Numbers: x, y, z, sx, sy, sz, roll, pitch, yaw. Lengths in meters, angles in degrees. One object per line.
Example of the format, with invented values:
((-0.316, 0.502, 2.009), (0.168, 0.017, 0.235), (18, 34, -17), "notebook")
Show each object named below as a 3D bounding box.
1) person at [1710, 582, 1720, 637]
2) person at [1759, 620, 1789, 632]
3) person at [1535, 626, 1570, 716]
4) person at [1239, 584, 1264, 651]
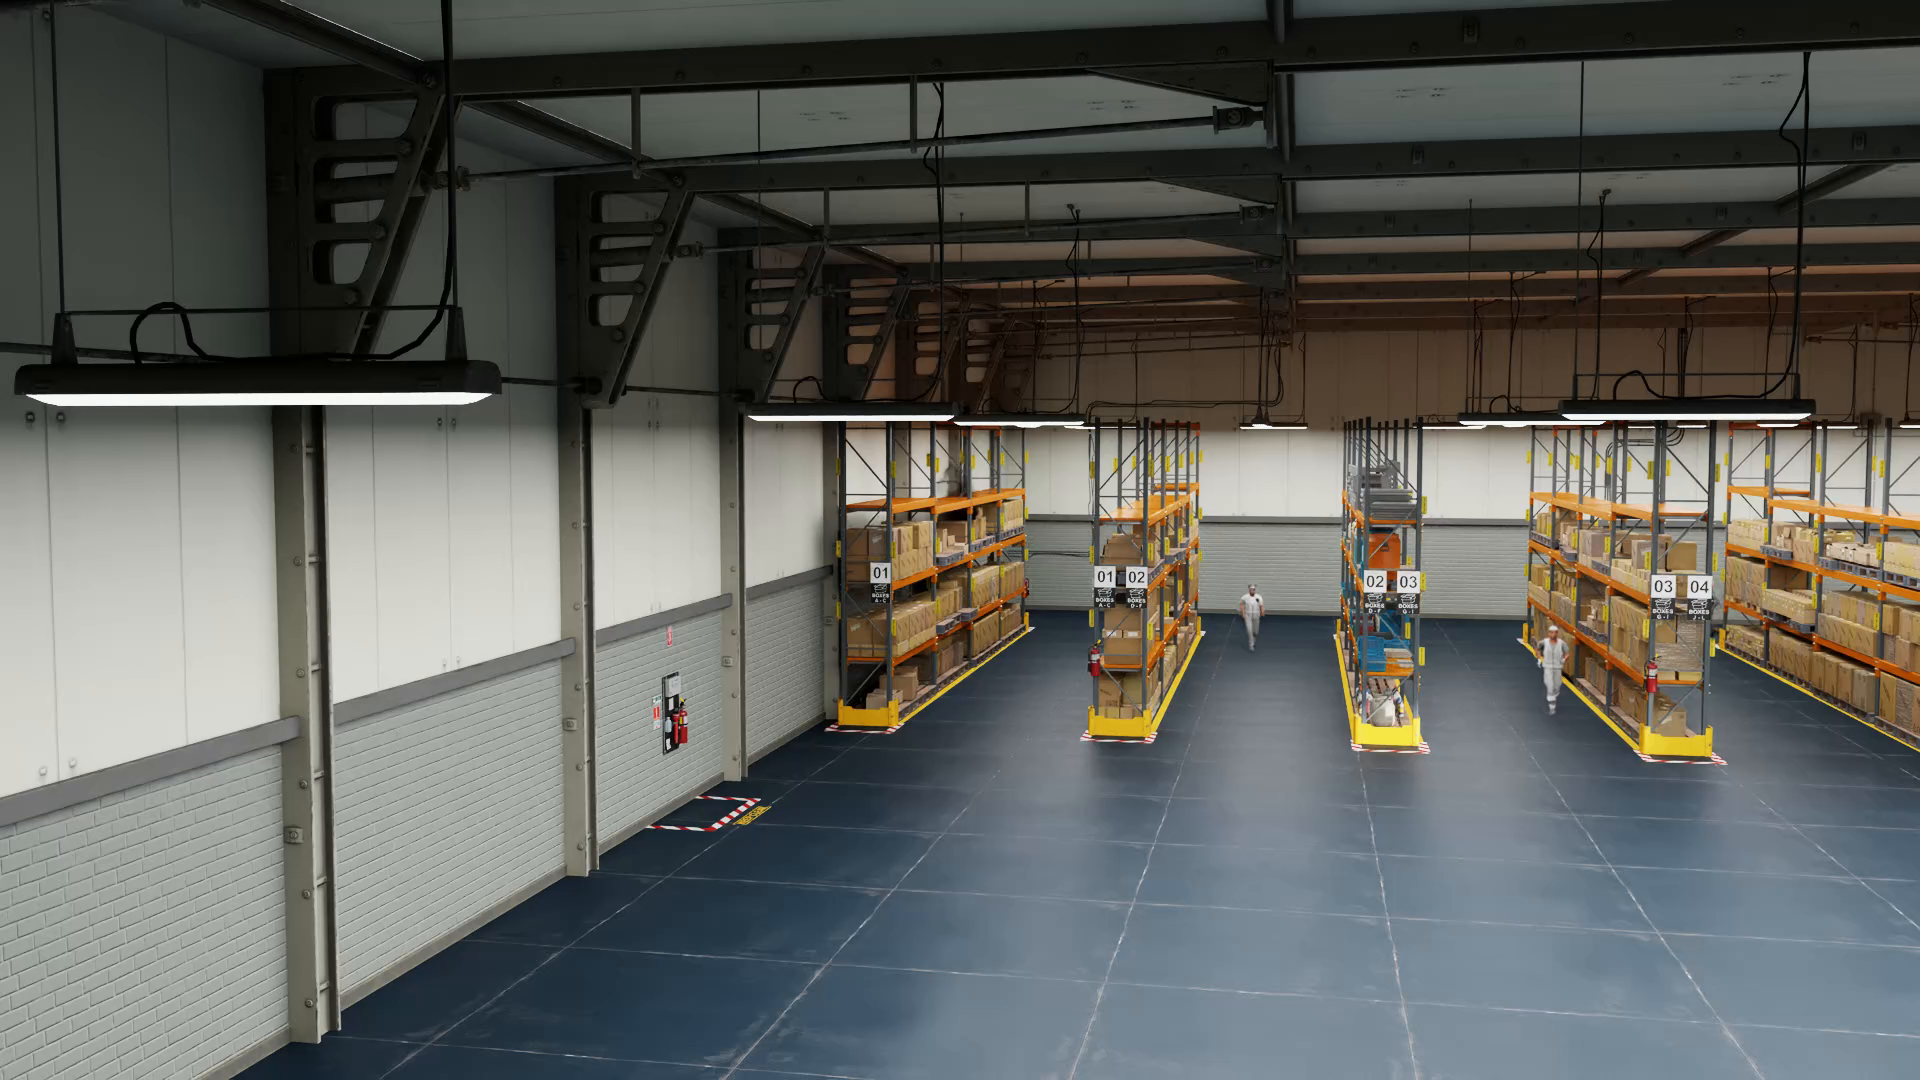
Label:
((20.282, 1.949, 45.361), (0.857, 1.665, 0.706), (1, 4, 11), "person")
((21.989, 1.904, 45.038), (1.048, 1.800, 0.724), (1, 4, 12), "person")
((12.089, 2.632, 33.916), (0.663, 1.790, 0.863), (1, 4, 13), "person")
((7.700, 2.017, 43.933), (0.648, 1.746, 0.745), (0, 4, 1), "person")
